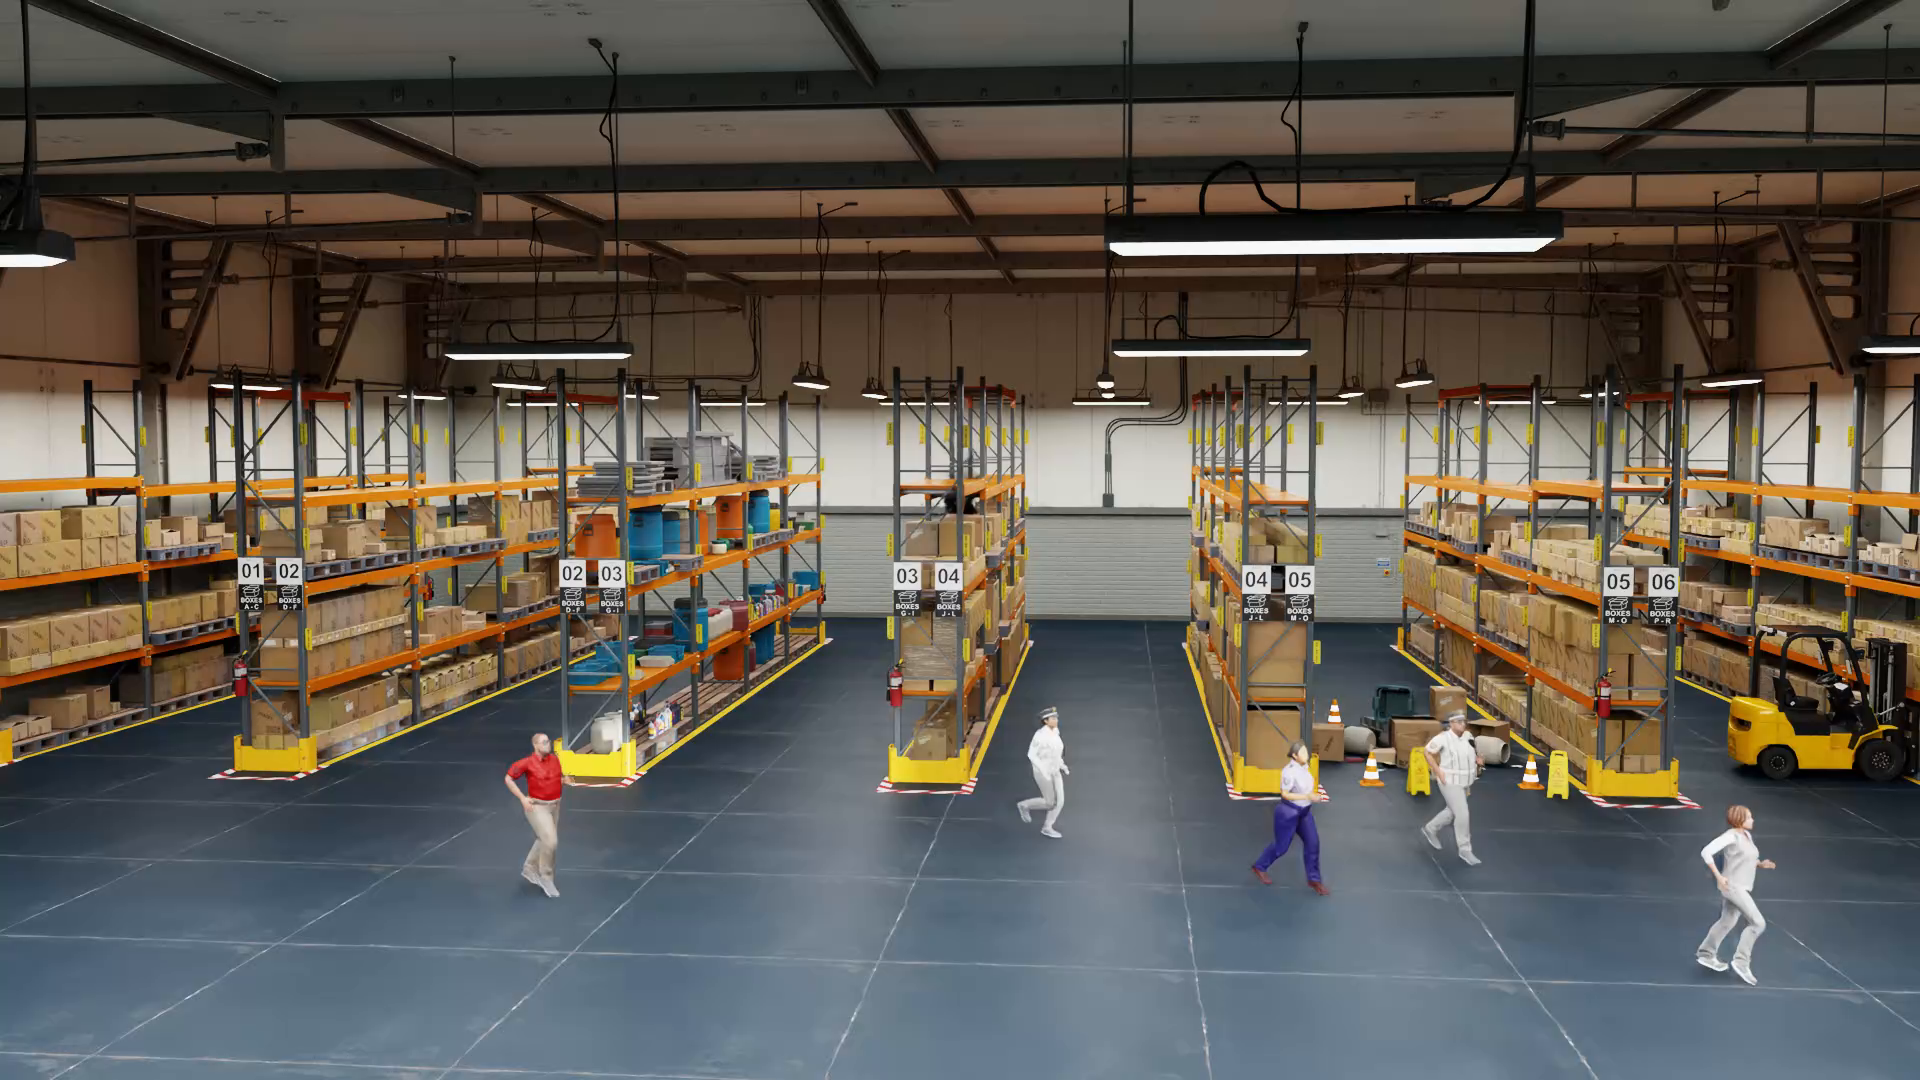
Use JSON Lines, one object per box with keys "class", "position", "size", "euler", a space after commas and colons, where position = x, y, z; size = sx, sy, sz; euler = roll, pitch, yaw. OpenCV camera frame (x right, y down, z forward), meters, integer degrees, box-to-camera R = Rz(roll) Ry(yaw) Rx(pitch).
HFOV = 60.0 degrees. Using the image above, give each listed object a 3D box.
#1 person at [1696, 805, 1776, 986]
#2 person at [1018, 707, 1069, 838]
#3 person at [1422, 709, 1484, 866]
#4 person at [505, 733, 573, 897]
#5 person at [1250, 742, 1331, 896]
{"class": "person", "position": [7.154, 3.254, 15.329], "size": [0.663, 1.607, 0.515], "euler": [3, 4, 37]}
{"class": "person", "position": [1.040, 2.890, 20.886], "size": [0.593, 1.648, 0.603], "euler": [3, 5, 40]}
{"class": "person", "position": [5.887, 2.889, 19.754], "size": [0.642, 1.813, 0.888], "euler": [-3, 4, -35]}
{"class": "person", "position": [-4.576, 3.017, 18.290], "size": [0.727, 1.800, 0.640], "euler": [2, 4, 25]}
{"class": "person", "position": [3.645, 3.037, 18.303], "size": [0.901, 1.667, 0.568], "euler": [3, 5, 42]}
